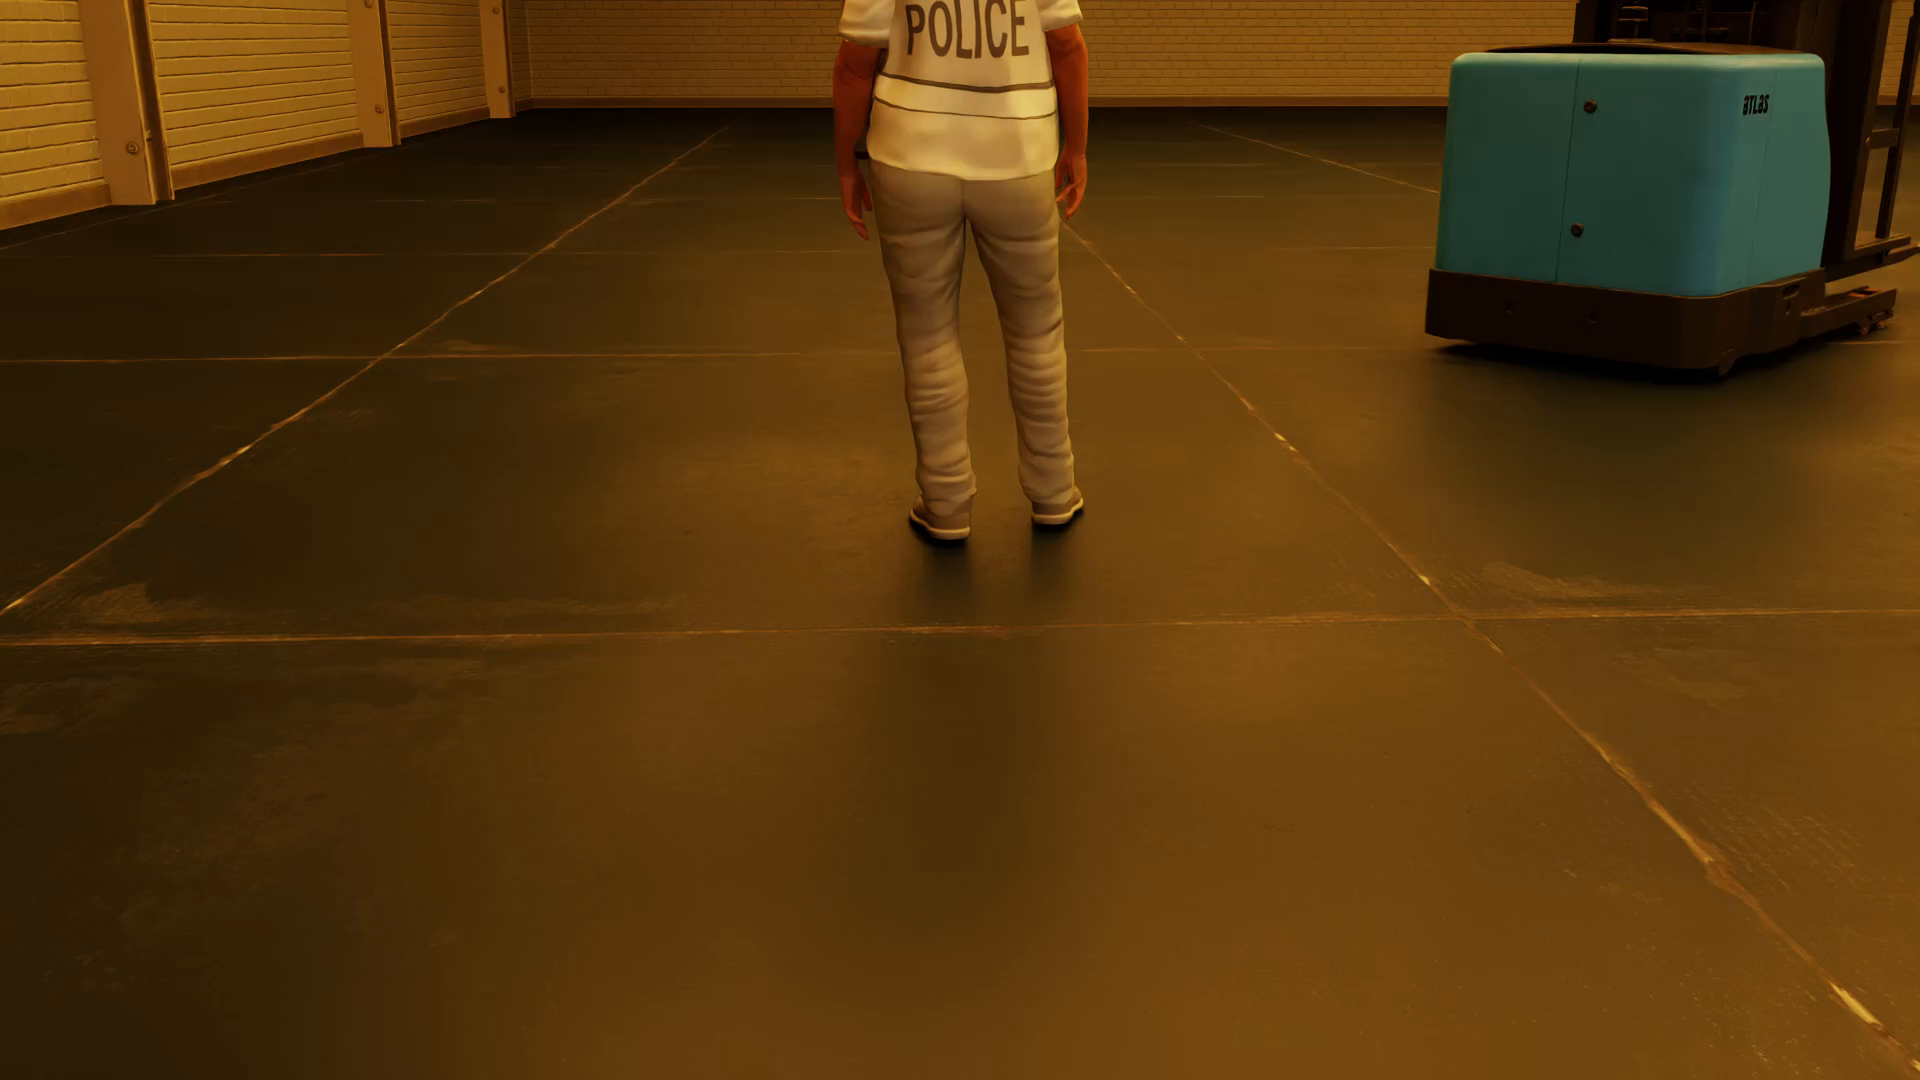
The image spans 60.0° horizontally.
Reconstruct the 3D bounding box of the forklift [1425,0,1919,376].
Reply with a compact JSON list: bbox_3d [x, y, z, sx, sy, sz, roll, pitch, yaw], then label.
[{"bbox_3d":[3.132,-2.306,6.447,3.031,2.935,1.130,-16,23,-42],"label":"forklift"}]

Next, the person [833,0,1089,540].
[{"bbox_3d":[0.019,-0.826,3.747,0.598,1.670,0.529,-1,17,-3],"label":"person"}]
